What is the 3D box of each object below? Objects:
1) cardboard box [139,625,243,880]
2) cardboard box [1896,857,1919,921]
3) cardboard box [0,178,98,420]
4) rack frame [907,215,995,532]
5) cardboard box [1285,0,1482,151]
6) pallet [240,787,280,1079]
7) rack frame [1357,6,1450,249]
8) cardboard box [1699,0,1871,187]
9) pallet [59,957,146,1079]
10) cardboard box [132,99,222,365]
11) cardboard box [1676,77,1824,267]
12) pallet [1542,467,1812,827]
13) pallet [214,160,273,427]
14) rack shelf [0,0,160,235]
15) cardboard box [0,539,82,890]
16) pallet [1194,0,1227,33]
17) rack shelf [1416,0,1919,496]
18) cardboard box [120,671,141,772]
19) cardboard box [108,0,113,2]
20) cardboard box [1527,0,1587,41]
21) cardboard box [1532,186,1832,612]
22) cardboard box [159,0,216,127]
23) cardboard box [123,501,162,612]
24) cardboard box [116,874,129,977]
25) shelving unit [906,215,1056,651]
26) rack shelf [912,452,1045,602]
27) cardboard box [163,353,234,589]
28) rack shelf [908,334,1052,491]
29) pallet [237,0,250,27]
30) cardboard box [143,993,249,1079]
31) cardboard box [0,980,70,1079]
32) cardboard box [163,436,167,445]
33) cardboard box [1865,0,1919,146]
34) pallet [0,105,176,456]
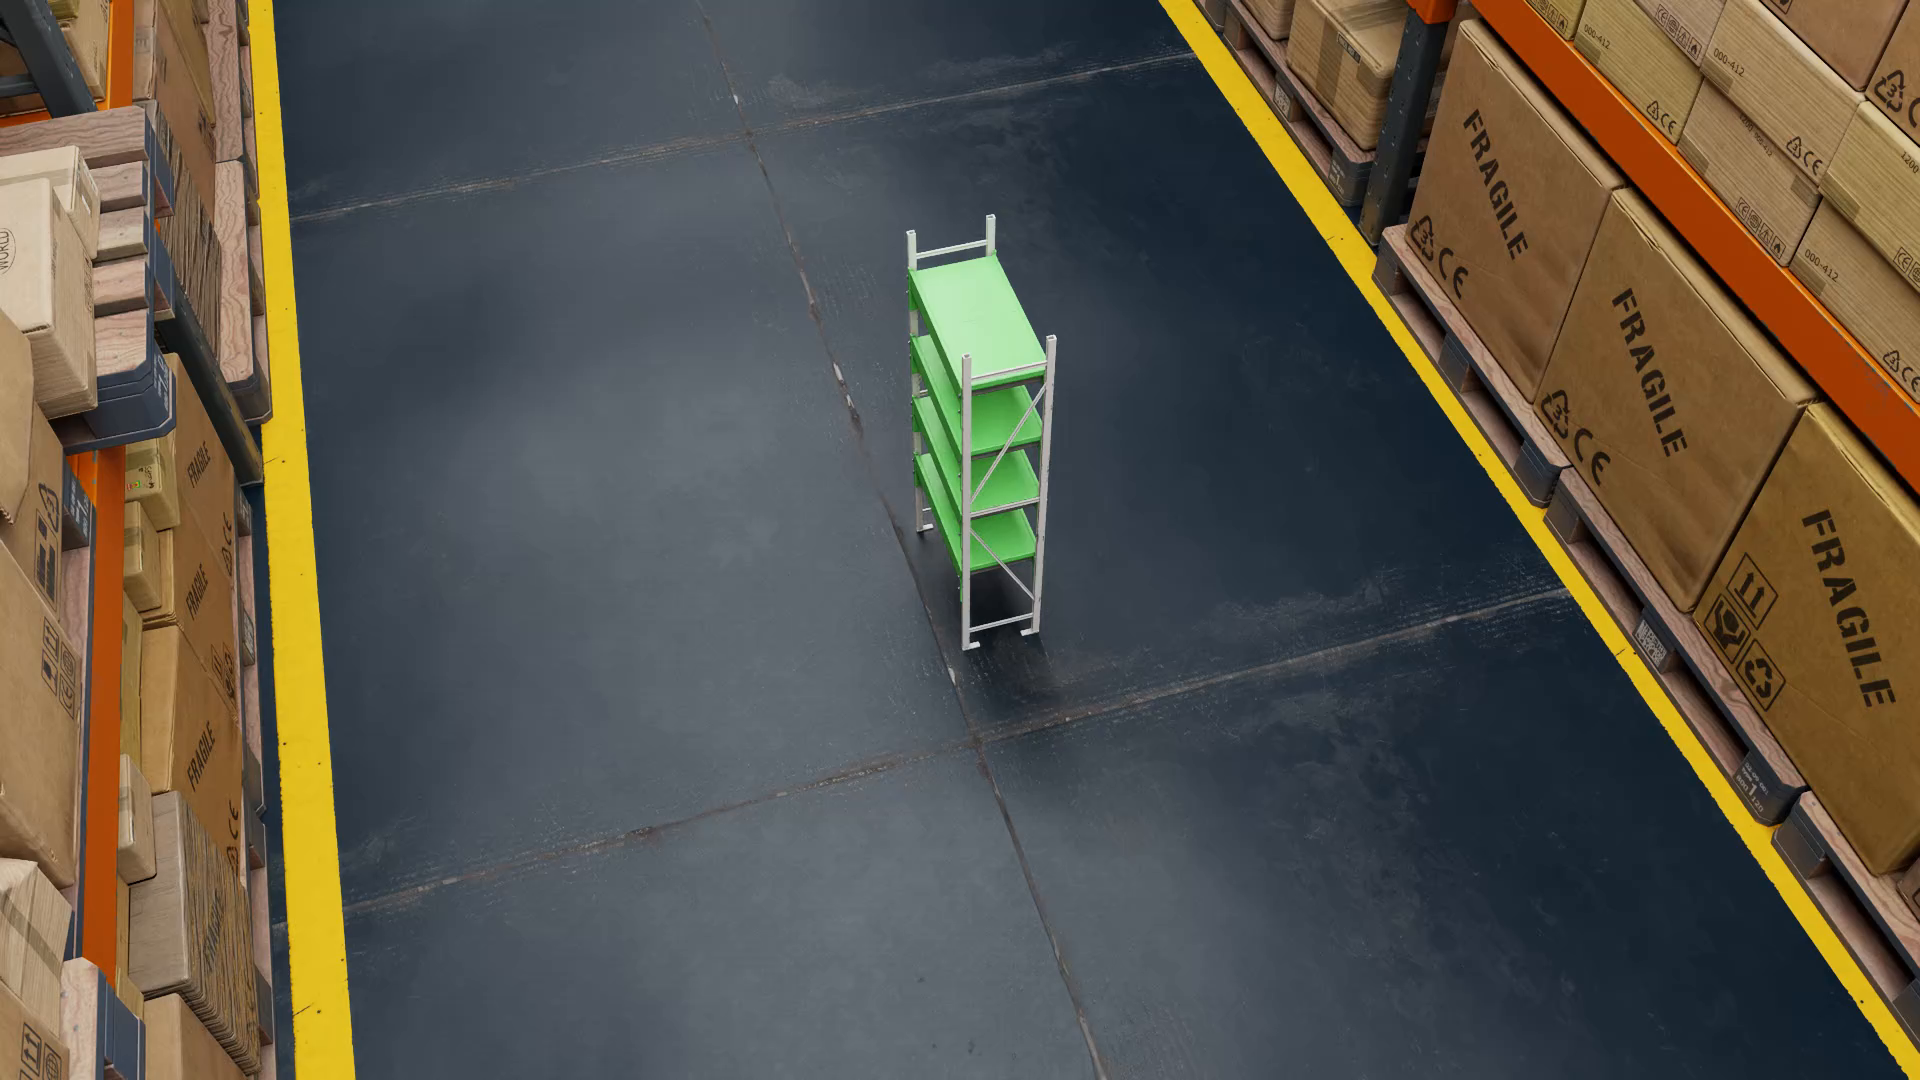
[{"bbox_3d":[-2.130,0.601,4.142,0.500,0.500,0.500,-11,51,-9],"label":"cardboard box"},{"bbox_3d":[2.908,0.832,3.701,0.875,0.875,0.875,-12,51,-10],"label":"cardboard box"},{"bbox_3d":[-2.135,-0.469,3.506,0.500,0.250,0.500,-15,52,-13],"label":"cardboard box"},{"bbox_3d":[-0.023,-0.444,4.840,0.240,1.200,0.015,-13,51,-11],"label":"rack frame"},{"bbox_3d":[1.827,-1.907,6.340,0.950,0.372,0.625,-16,52,-13],"label":"cardboard box"},{"bbox_3d":[-2.214,1.263,4.047,1.003,0.211,1.213,-13,51,-11],"label":"pallet"},{"bbox_3d":[1.984,-2.204,5.146,1.000,3.000,0.127,-13,51,-11],"label":"rack frame"},{"bbox_3d":[2.186,-1.146,4.026,0.500,0.250,0.500,-13,51,-11],"label":"cardboard box"},{"bbox_3d":[-1.705,1.296,2.321,1.003,0.211,1.213,-13,51,-11],"label":"pallet"},{"bbox_3d":[-2.927,-0.907,5.332,0.875,0.625,0.625,-12,51,-10],"label":"cardboard box"},{"bbox_3d":[2.207,-0.986,4.217,0.500,0.250,0.500,-12,51,-10],"label":"cardboard box"},{"bbox_3d":[2.503,0.177,4.963,1.003,0.211,1.213,-13,51,-11],"label":"pallet"},{"bbox_3d":[-2.962,-0.790,5.778,1.003,0.211,1.213,-13,51,-11],"label":"pallet"},{"bbox_3d":[-3.348,-2.308,5.704,1.077,0.370,4.000,-13,51,-11],"label":"rack shelf"},{"bbox_3d":[-1.888,0.320,2.679,0.700,0.500,0.500,-14,51,-11],"label":"cardboard box"},{"bbox_3d":[1.398,-2.766,7.443,1.003,0.211,1.213,-13,51,-11],"label":"pallet"},{"bbox_3d":[2.576,-0.511,4.190,1.077,0.370,4.000,-13,51,-11],"label":"rack shelf"},{"bbox_3d":[-2.113,0.466,3.832,0.380,0.149,0.250,-14,51,-12],"label":"cardboard box"},{"bbox_3d":[-2.798,-1.778,4.885,0.500,0.250,0.500,-14,51,-12],"label":"cardboard box"},{"bbox_3d":[1.889,-1.741,4.854,0.500,0.250,0.500,-14,51,-12],"label":"cardboard box"},{"bbox_3d":[2.369,-0.479,4.807,0.875,0.875,0.875,-13,51,-11],"label":"cardboard box"},{"bbox_3d":[-3.328,-1.875,6.147,0.875,0.625,0.625,-15,52,-12],"label":"cardboard box"},{"bbox_3d":[-2.222,0.080,4.156,0.380,0.149,0.250,-15,51,-12],"label":"cardboard box"},{"bbox_3d":[-1.979,0.852,3.506,0.380,0.149,0.250,-13,51,-11],"label":"cardboard box"},{"bbox_3d":[0.049,-0.266,4.689,0.258,1.200,0.503,-13,51,-11],"label":"shelving unit"},{"bbox_3d":[0.049,-0.070,4.922,0.258,0.148,0.480,-13,51,-11],"label":"rack shelf"},{"bbox_3d":[-2.426,-0.148,4.773,0.500,0.500,0.500,-12,51,-10],"label":"cardboard box"},{"bbox_3d":[0.049,-0.379,4.555,0.258,0.148,0.480,-13,51,-11],"label":"rack shelf"},{"bbox_3d":[-3.684,-2.572,7.280,1.003,0.211,1.213,-13,51,-11],"label":"pallet"},{"bbox_3d":[-1.812,1.357,3.505,0.500,0.500,0.500,-15,51,-12],"label":"cardboard box"},{"bbox_3d":[-1.656,0.893,2.195,0.700,0.500,0.500,-13,51,-11],"label":"cardboard box"},{"bbox_3d":[-2.368,-0.314,4.489,0.380,0.149,0.250,-16,52,-13],"label":"cardboard box"},{"bbox_3d":[2.337,-1.032,3.439,0.500,0.500,0.500,-13,51,-10],"label":"cardboard box"},{"bbox_3d":[-2.489,-0.538,3.867,1.213,0.211,1.003,-13,51,-11],"label":"pallet"}]
